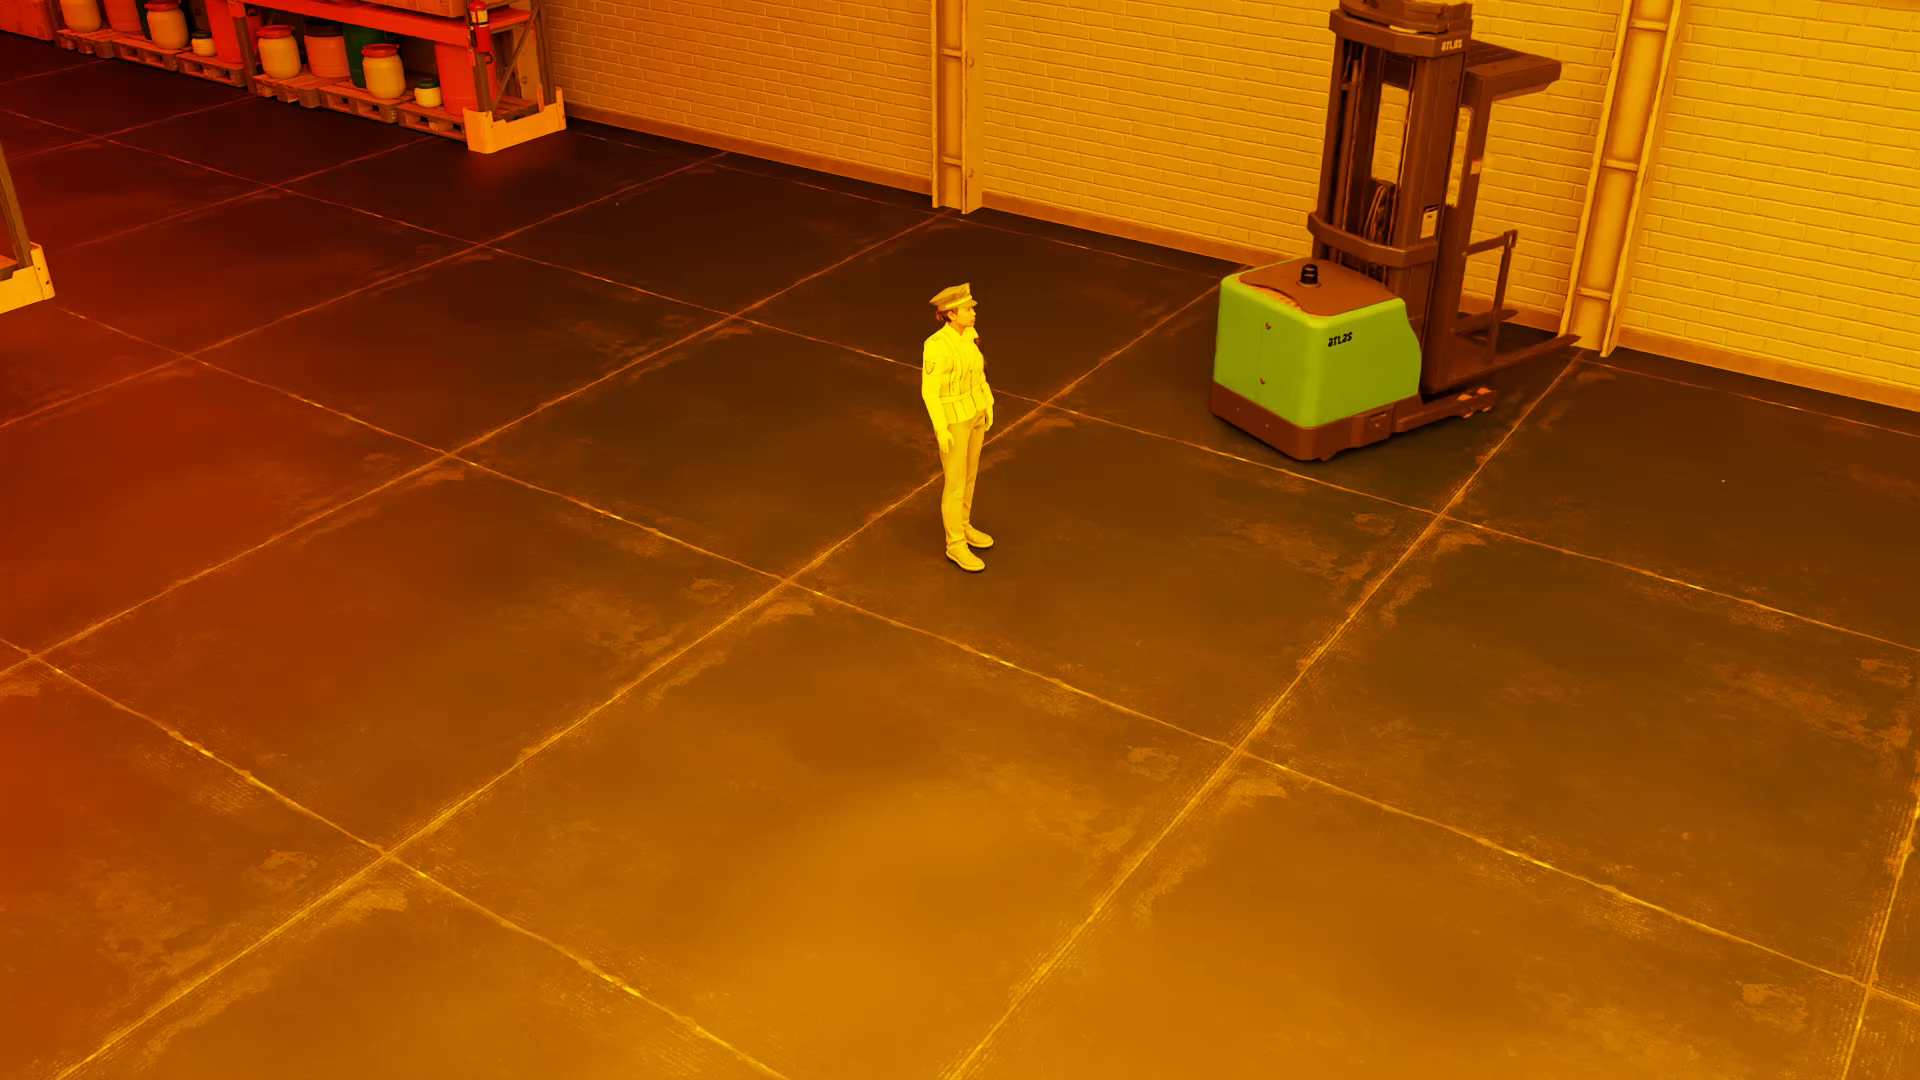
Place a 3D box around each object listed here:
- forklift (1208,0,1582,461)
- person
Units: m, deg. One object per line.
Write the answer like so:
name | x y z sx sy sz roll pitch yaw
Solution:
forklift | 3.307 -2.357 11.641 3.031 2.935 1.130 -18 35 -28
person | 0.052 -0.717 10.034 0.533 1.696 0.588 19 35 29
